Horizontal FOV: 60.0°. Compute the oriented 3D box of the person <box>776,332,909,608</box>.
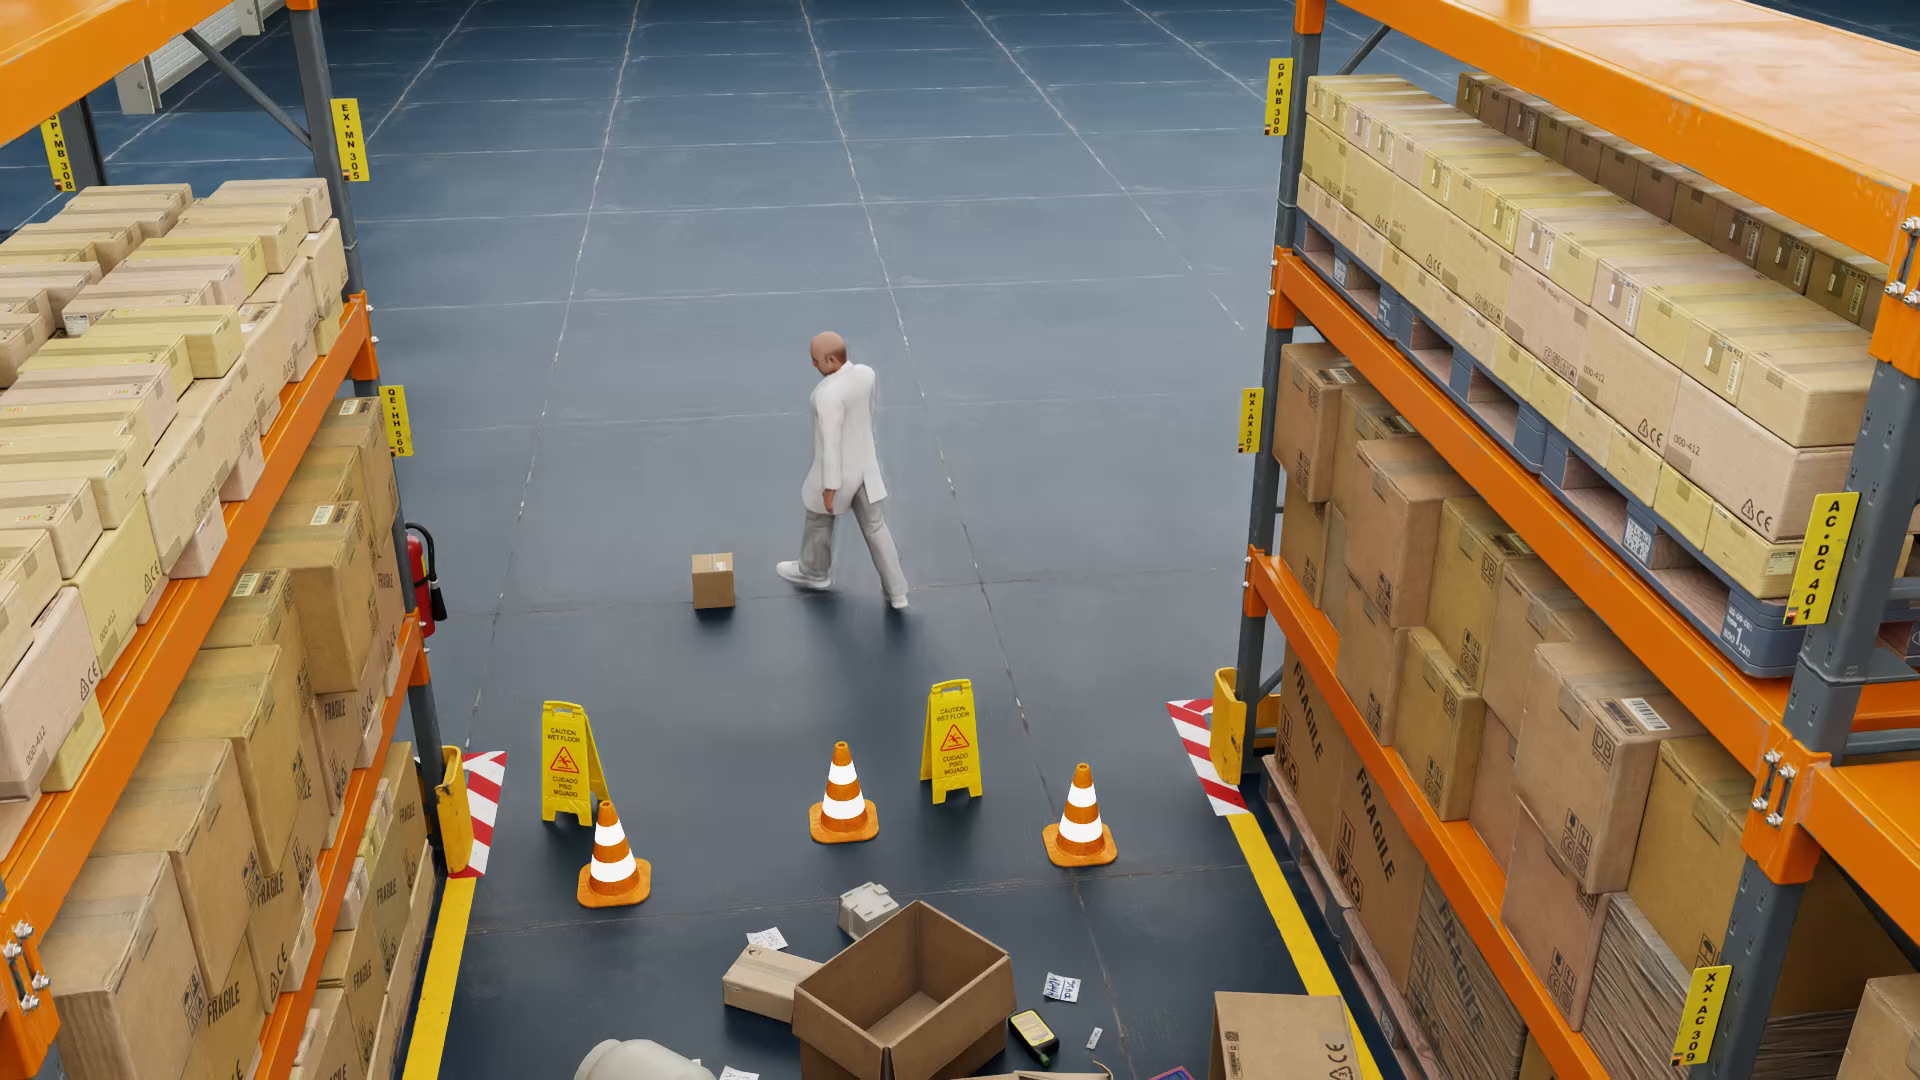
[{"bbox_3d":[-0.692,-0.451,10.018,1.002,1.742,0.650,21,33,35],"label":"person"}]
